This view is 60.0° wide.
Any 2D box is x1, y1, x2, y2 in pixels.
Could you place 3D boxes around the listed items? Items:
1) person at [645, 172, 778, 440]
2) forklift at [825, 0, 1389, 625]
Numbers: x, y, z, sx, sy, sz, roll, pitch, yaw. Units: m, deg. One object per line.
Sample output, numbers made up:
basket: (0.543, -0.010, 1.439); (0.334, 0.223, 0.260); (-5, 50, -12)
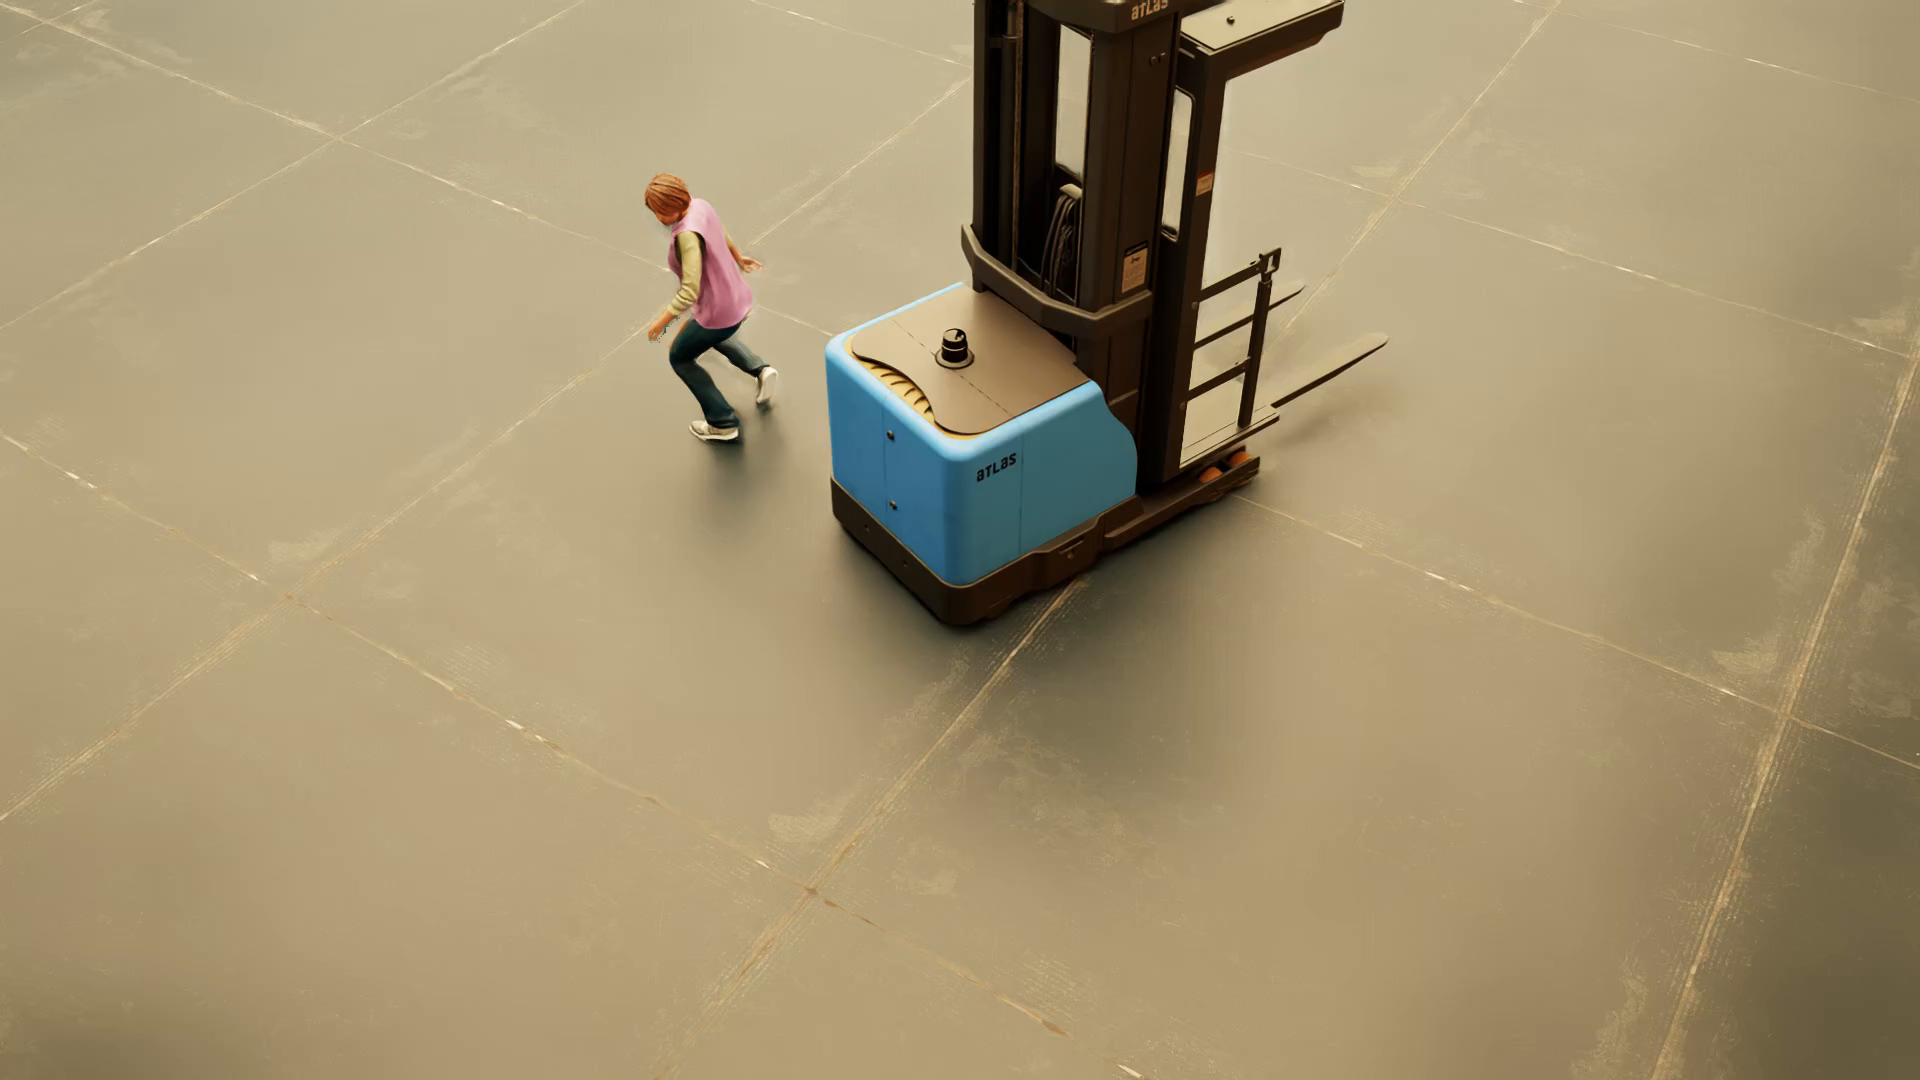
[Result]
person: (-1.203, -1.190, 8.220); (0.477, 1.430, 0.822); (11, 45, 12)
forklift: (0.863, -1.518, 7.450); (3.031, 2.935, 1.130); (-28, 50, -26)
